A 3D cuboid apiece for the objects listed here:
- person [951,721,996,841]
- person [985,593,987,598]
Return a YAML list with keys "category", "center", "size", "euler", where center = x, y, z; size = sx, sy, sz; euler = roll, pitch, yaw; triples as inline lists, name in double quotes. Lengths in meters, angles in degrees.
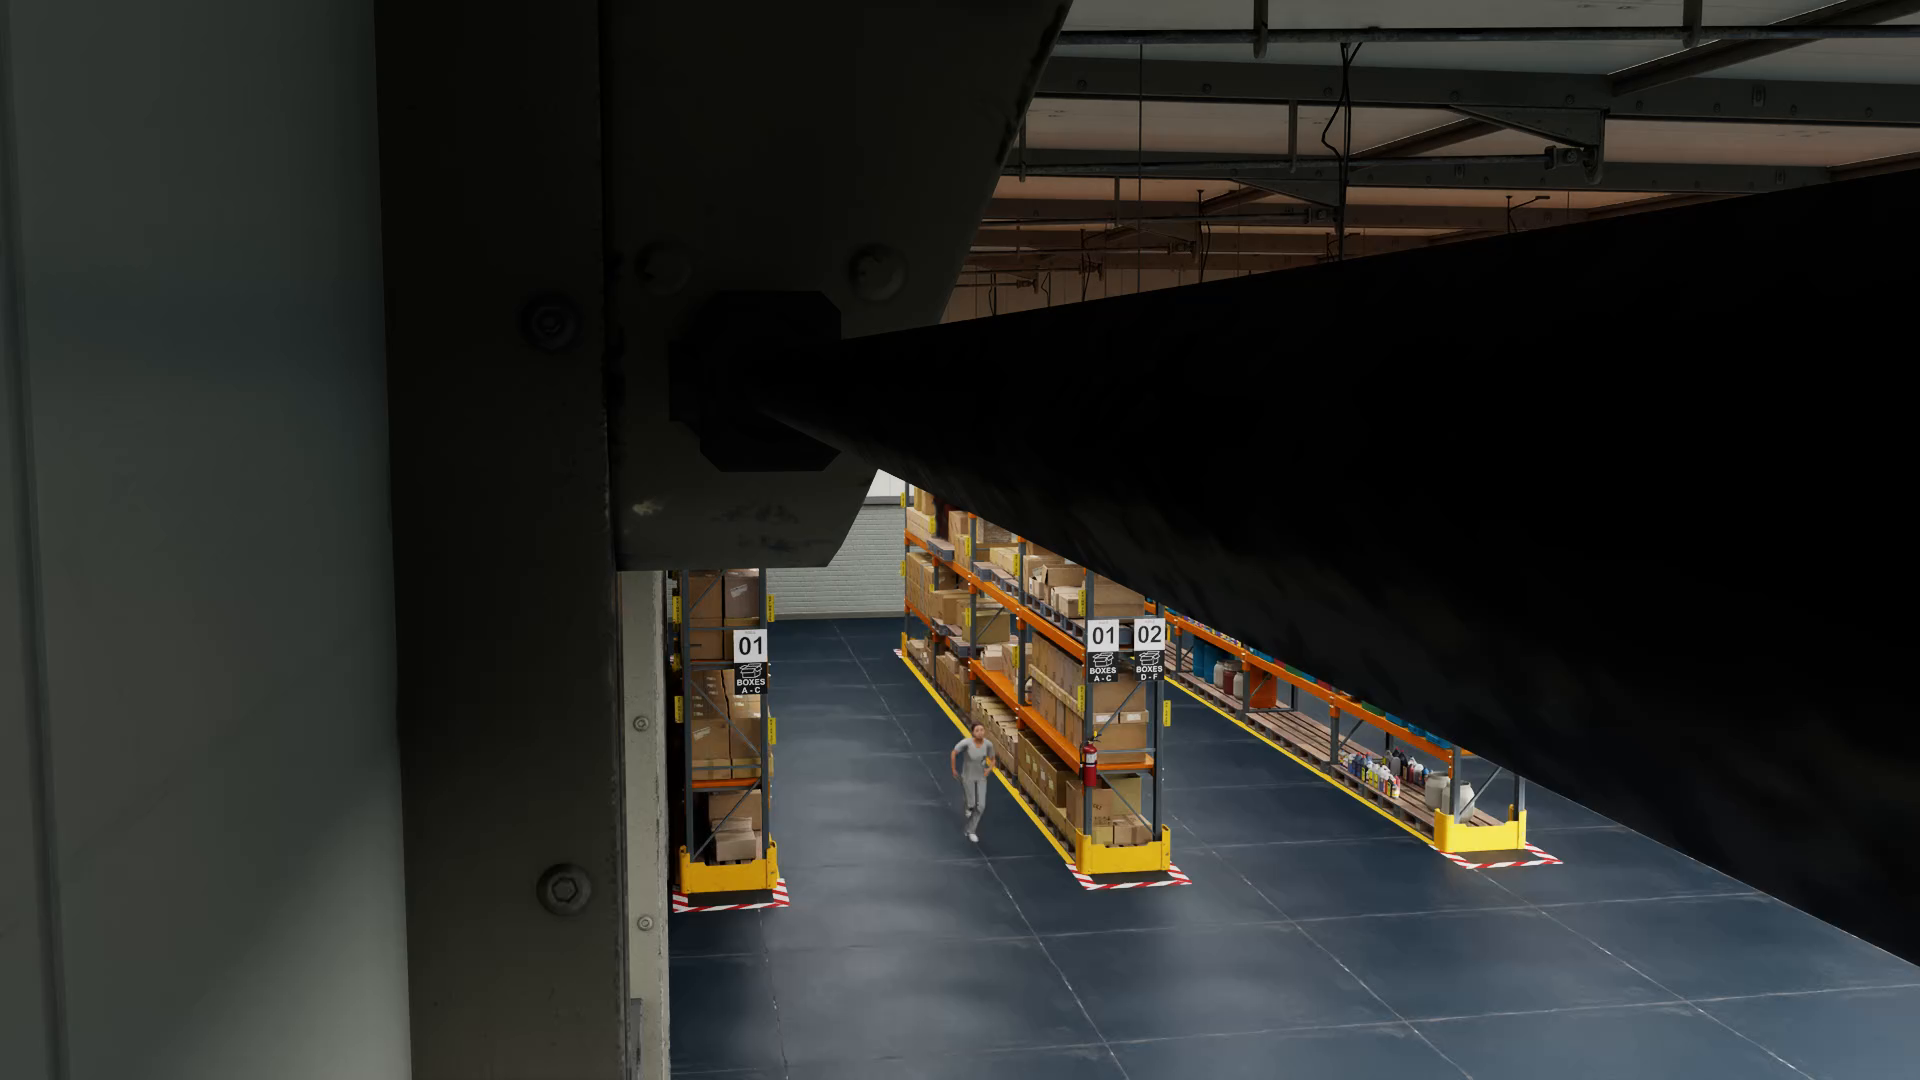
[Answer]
- category: "person"
  center: [0.185, 3.226, 22.401]
  size: [0.599, 1.621, 0.664]
  euler: [-1, 6, -12]
- category: "person"
  center: [0.469, 1.604, 37.416]
  size: [0.519, 1.715, 0.774]
  euler: [2, 6, 21]
